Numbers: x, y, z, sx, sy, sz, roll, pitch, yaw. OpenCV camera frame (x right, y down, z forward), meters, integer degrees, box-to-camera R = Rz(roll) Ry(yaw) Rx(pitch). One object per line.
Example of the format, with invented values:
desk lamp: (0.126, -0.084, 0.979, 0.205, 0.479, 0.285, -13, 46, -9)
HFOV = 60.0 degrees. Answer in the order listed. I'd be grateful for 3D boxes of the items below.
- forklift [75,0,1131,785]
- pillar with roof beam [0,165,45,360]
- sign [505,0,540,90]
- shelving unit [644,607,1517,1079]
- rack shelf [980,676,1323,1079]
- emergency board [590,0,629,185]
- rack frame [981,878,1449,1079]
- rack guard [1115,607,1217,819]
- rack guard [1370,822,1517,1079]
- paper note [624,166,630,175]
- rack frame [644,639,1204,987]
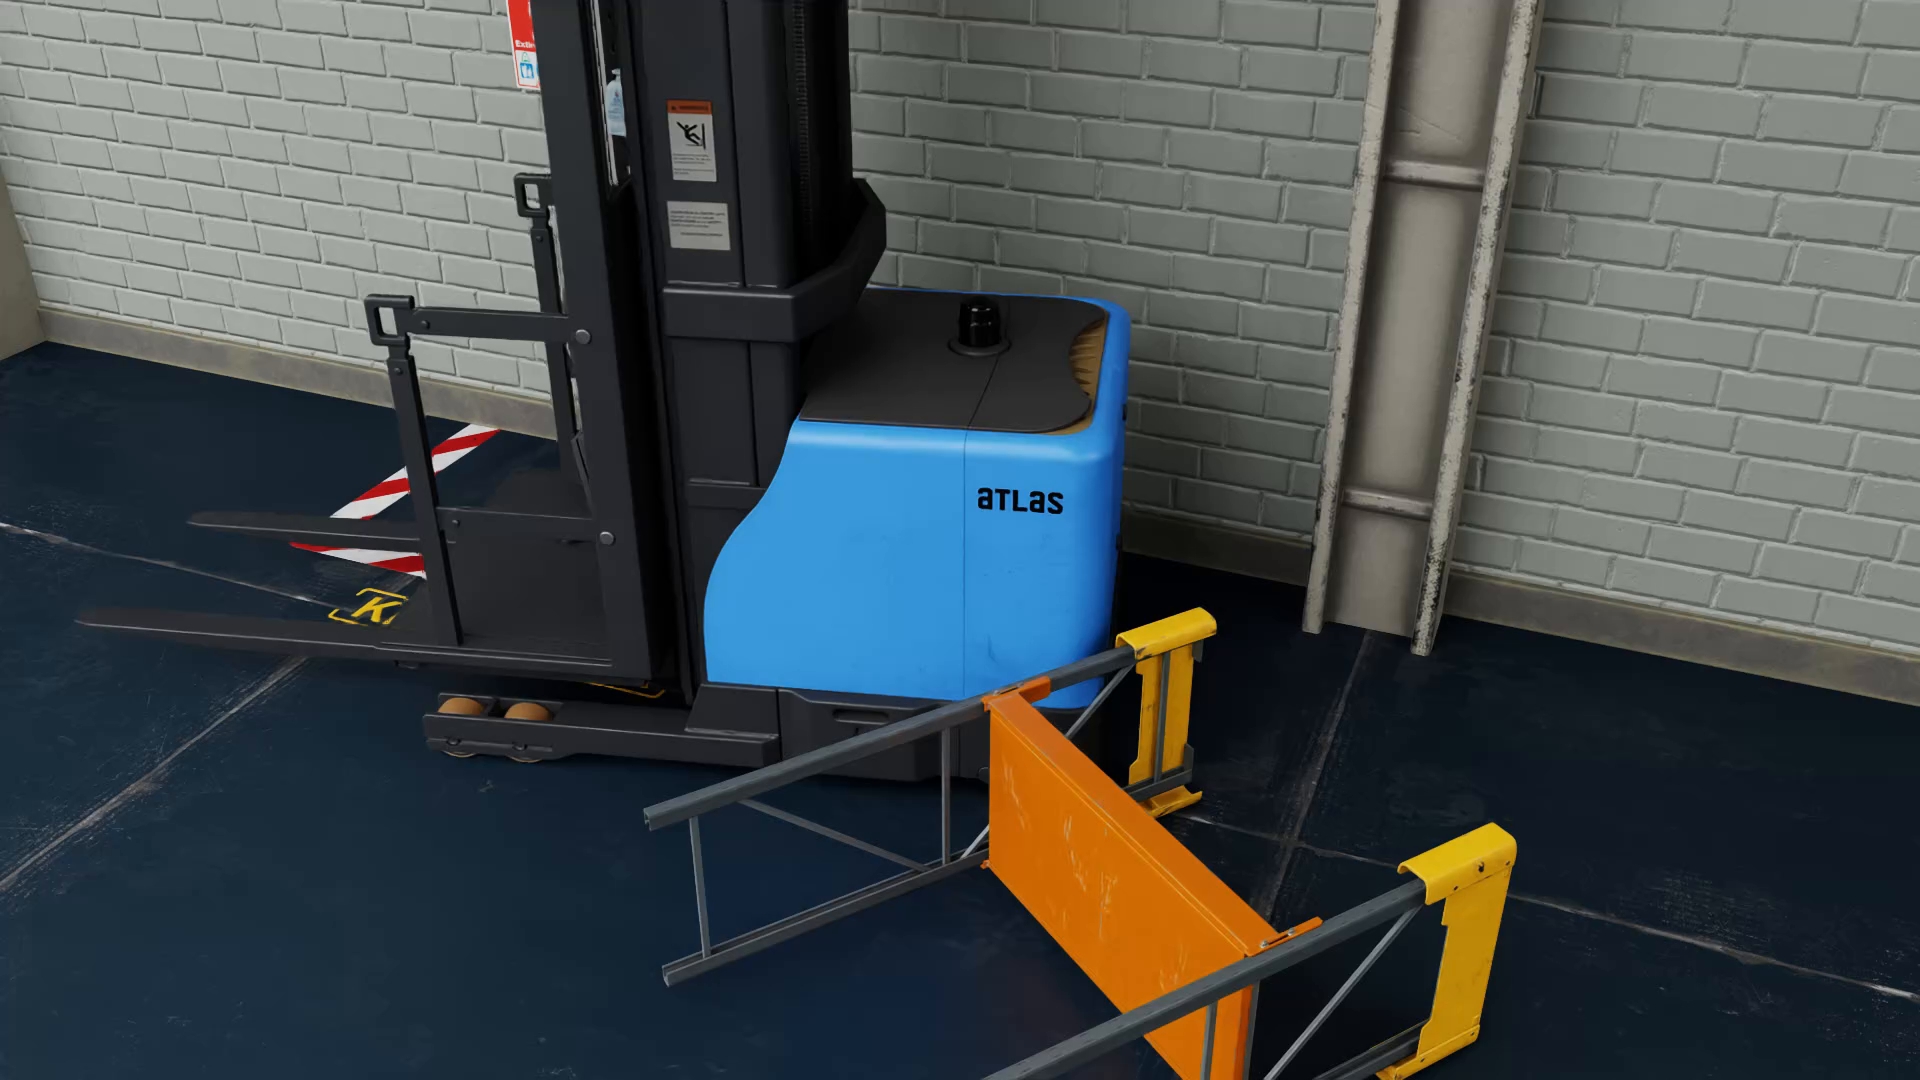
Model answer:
forklift: (-1.055, -0.906, 4.374, 3.031, 2.935, 1.130, 4, 30, 7)
pillar with roof beam: (-5.861, -2.813, 1.581, 0.400, 9.000, 9.100, 11, 31, 19)
sign: (-1.432, -1.693, 5.661, 0.234, 0.329, 0.001, 11, 31, 19)
shelving unit: (0.233, 0.835, 3.649, 1.500, 0.587, 1.083, -16, 33, -26)
rack shelf: (0.383, 0.787, 3.735, 0.185, 0.538, 1.000, -16, 33, -26)
emergency board: (-0.958, -1.529, 5.406, 0.643, 1.169, 0.194, 11, 31, 19)
rack frame: (0.487, 1.047, 3.275, 1.500, 0.500, 0.032, -16, 33, -26)
rack guard: (0.518, 0.468, 4.299, 0.250, 0.587, 0.087, -16, 33, -26)
rack guard: (1.024, 0.890, 3.552, 0.250, 0.587, 0.087, -16, 33, -26)
paper note: (-1.097, -1.209, 5.736, 0.142, 0.148, 0.016, 11, 31, 19)
rack frame: (-0.030, 0.616, 4.037, 1.500, 0.500, 0.032, -16, 33, -26)
